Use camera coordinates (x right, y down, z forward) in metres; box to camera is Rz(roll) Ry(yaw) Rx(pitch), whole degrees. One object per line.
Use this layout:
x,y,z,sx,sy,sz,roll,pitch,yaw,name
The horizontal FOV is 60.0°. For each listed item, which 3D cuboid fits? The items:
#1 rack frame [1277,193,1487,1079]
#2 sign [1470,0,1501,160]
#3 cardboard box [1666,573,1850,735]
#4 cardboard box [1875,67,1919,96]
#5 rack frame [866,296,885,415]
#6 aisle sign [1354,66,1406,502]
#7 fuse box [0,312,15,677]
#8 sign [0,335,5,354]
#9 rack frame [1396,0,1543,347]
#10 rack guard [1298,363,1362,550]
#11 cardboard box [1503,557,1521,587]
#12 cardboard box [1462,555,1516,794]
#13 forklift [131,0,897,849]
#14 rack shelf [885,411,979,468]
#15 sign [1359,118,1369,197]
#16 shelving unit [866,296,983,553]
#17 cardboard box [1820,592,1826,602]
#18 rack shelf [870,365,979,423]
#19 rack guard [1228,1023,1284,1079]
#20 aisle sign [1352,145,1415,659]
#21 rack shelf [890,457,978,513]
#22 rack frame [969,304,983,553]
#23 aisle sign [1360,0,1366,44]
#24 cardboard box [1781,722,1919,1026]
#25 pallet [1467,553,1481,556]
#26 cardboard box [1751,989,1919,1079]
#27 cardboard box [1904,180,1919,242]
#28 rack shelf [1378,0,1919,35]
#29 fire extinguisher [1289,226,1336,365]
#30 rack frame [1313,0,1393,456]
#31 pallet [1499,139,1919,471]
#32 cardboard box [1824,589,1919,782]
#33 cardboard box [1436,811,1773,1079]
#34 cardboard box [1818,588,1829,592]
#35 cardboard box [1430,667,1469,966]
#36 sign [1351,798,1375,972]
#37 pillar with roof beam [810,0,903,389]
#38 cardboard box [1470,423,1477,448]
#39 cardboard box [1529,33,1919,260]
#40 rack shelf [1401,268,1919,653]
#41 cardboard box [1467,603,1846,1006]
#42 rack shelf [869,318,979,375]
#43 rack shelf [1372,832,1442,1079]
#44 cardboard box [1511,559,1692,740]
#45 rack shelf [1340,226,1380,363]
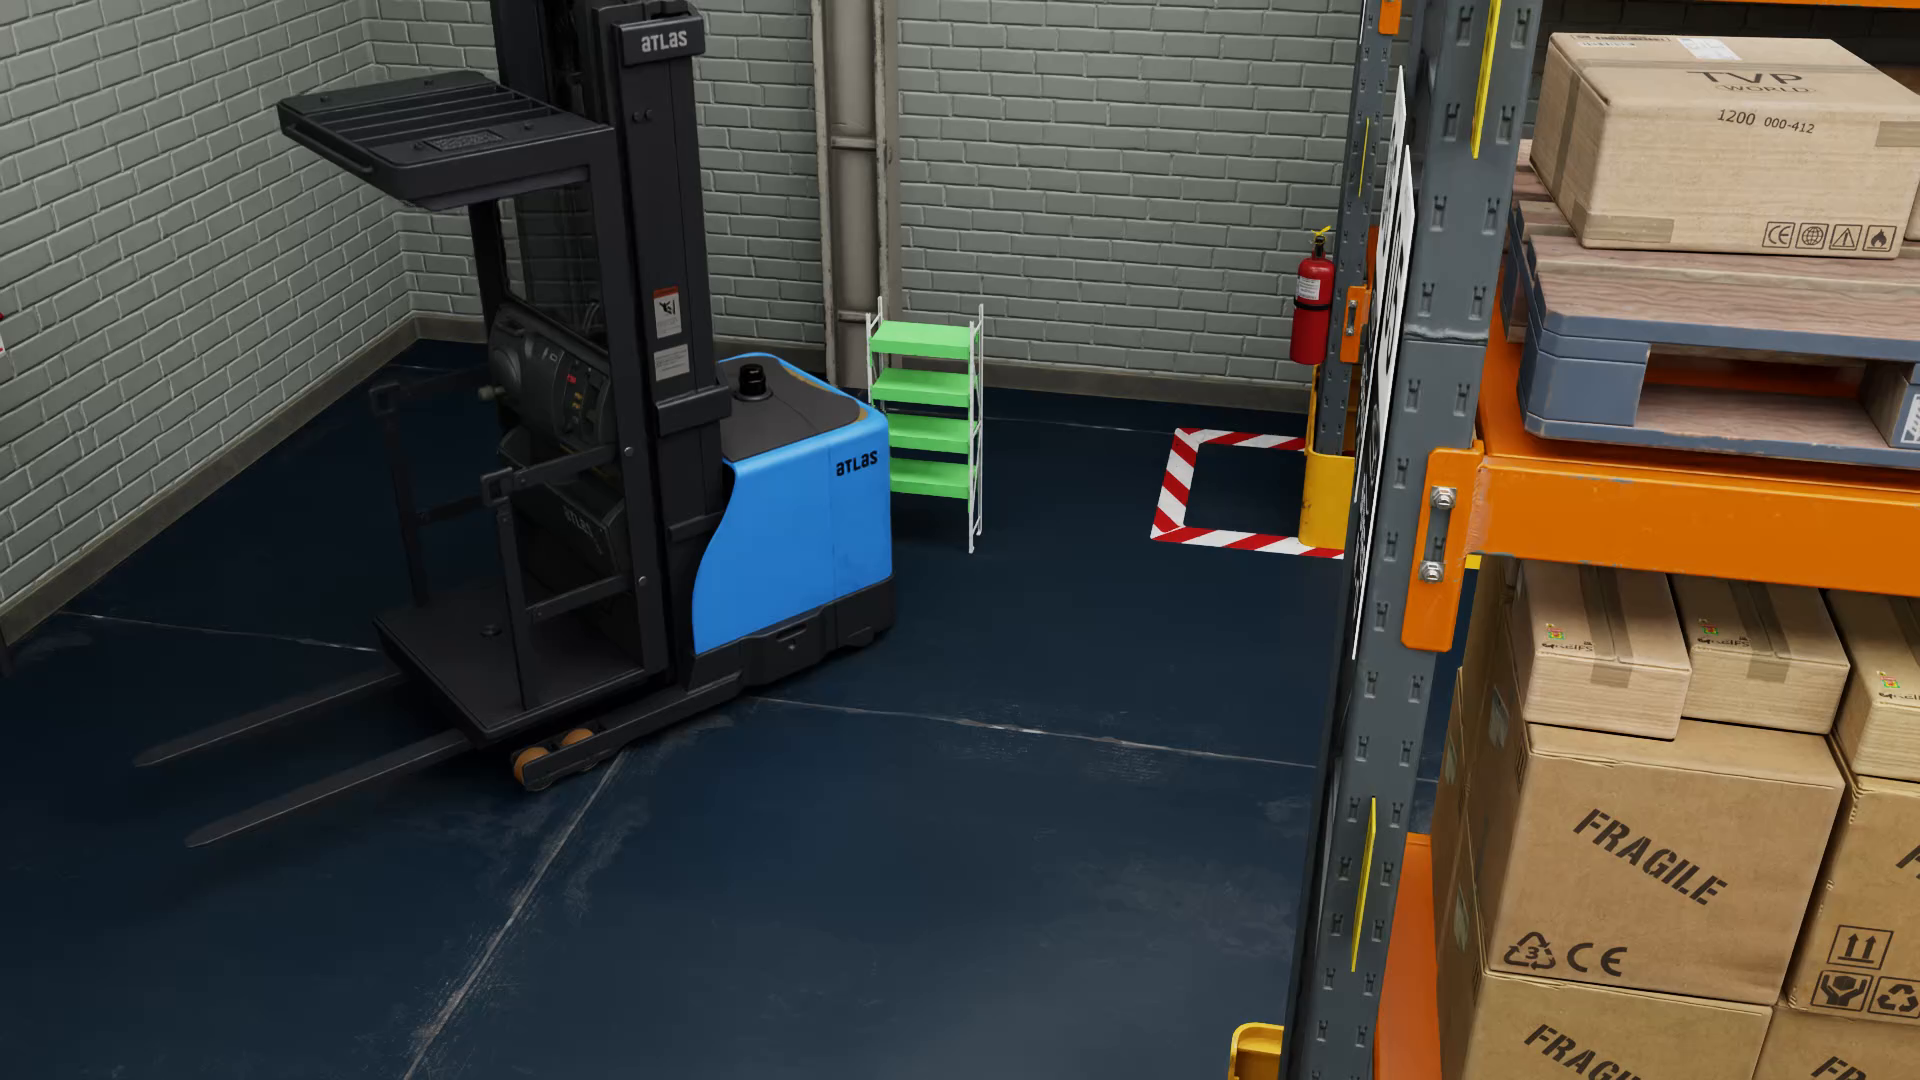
0.850,0.779,3.704,0.127,3.000,1.000,6,29,11,rack frame
0.728,-0.695,2.280,0.005,0.325,0.100,6,29,11,sign
1.410,0.170,2.995,0.250,0.149,0.380,7,29,12,cardboard box
4.394,-1.819,7.515,0.500,0.500,0.500,5,29,9,cardboard box
-0.401,-0.567,8.037,0.015,1.200,0.240,6,29,11,rack frame
0.844,-0.514,3.359,0.004,0.787,0.394,6,29,11,aisle sign
-4.088,-0.182,6.801,0.414,1.711,0.539,6,29,11,fuse box
-4.188,-0.959,6.976,0.001,0.494,0.329,6,29,11,sign
0.850,-1.853,2.263,0.127,3.000,1.000,6,29,11,rack frame
1.957,-0.449,8.549,0.348,0.500,1.175,6,29,11,rack guard
1.242,-0.046,3.390,0.250,0.149,0.380,6,29,11,cardboard box
1.371,0.233,3.556,0.500,0.500,0.500,7,29,12,cardboard box
-1.744,-0.597,6.288,3.031,2.935,1.130,-22,35,-34,forklift
-0.162,-0.487,8.023,0.480,0.148,0.258,6,29,11,rack shelf
1.769,-1.678,7.289,0.005,0.325,0.100,6,29,11,sign
-0.162,-0.543,7.992,0.503,1.200,0.258,6,29,11,shelving unit
1.888,0.272,3.485,0.500,0.500,0.500,6,29,11,cardboard box
-0.162,-0.697,7.908,0.480,0.148,0.258,6,29,11,rack shelf
0.826,1.873,4.309,0.348,0.500,1.175,6,29,11,rack guard
0.719,-0.233,2.844,0.004,0.787,0.394,6,29,11,aisle sign
-0.162,-0.276,8.138,0.480,0.148,0.258,6,29,11,rack shelf
0.077,-0.518,7.947,0.015,1.200,0.240,6,29,11,rack frame
1.755,-2.562,7.099,0.004,0.787,0.394,6,29,11,aisle sign
1.766,0.527,3.019,0.500,0.500,0.500,5,29,9,cardboard box
2.737,-0.242,8.473,1.213,0.211,1.003,6,29,11,pallet
1.760,0.956,3.277,0.500,0.500,0.500,5,29,10,cardboard box
1.735,-0.647,2.906,0.250,0.149,0.380,4,29,7,cardboard box
3.838,-2.352,7.049,4.000,0.370,1.077,6,29,11,rack shelf
1.642,-1.153,7.701,0.183,0.674,0.296,6,29,11,fire extinguisher
1.883,-1.553,7.962,0.127,3.000,1.000,6,29,11,rack frame
1.577,-0.429,2.878,1.213,0.211,1.003,6,29,11,pallet
1.640,0.250,2.849,0.250,0.149,0.380,7,29,12,cardboard box
1.259,0.918,3.346,0.500,0.500,0.500,6,29,10,cardboard box
1.766,-0.046,3.389,0.250,0.149,0.380,6,29,10,cardboard box
1.377,0.659,3.819,0.500,0.500,0.500,6,29,11,cardboard box
0.728,0.624,3.002,0.005,0.325,0.100,6,29,11,sign
-1.465,-2.856,4.096,0.400,9.000,9.100,6,29,11,pillar with roof beam
2.461,-0.536,8.268,0.637,0.503,0.797,5,29,9,cardboard box
1.309,-0.696,2.890,0.500,0.250,0.500,3,29,6,cardboard box
2.806,-0.021,2.790,4.000,0.370,1.077,6,29,11,rack shelf
1.260,0.478,3.107,0.500,0.500,0.500,5,29,9,cardboard box
-0.162,-0.908,7.792,0.480,0.148,0.258,6,29,11,rack shelf
2.806,1.295,3.510,4.000,0.370,1.077,6,29,11,rack shelf
1.139,0.177,2.981,0.250,0.149,0.380,6,29,12,cardboard box
3.838,-1.037,7.769,4.000,0.370,1.077,6,29,11,rack shelf
